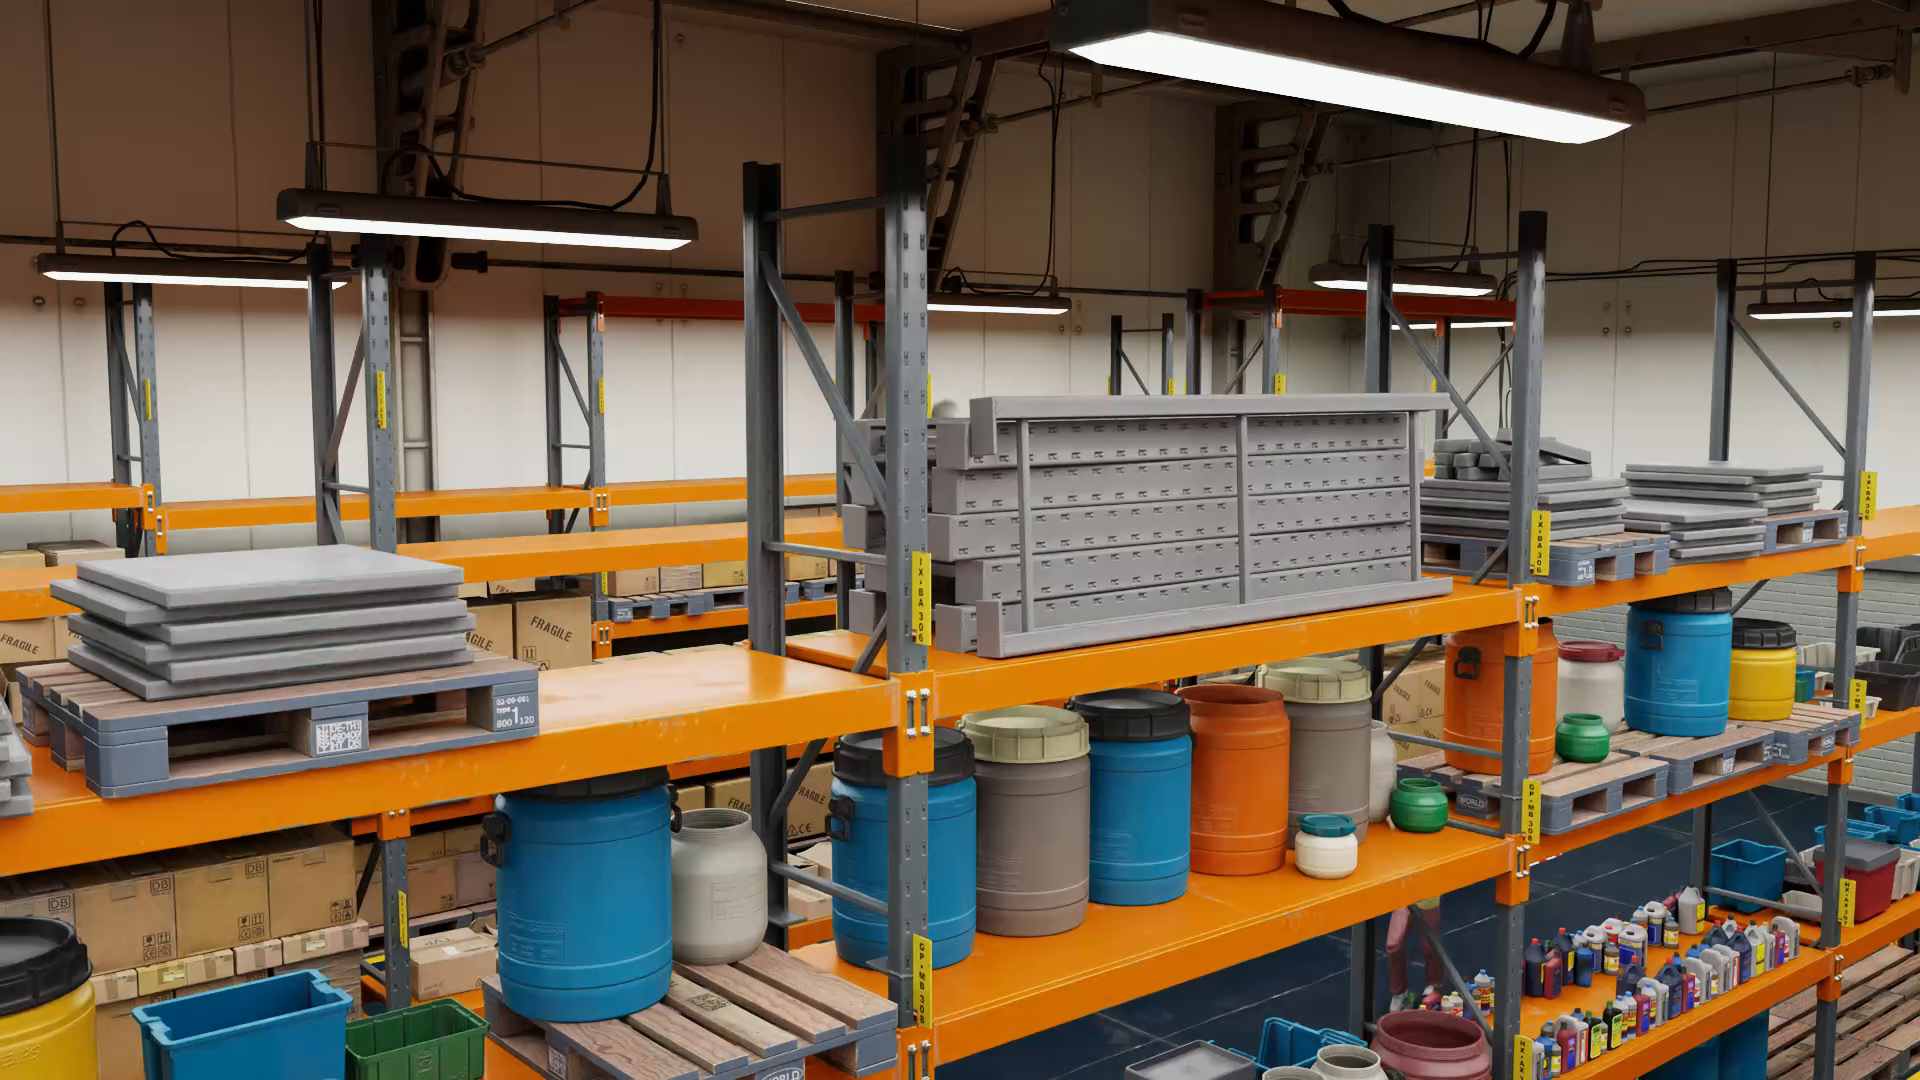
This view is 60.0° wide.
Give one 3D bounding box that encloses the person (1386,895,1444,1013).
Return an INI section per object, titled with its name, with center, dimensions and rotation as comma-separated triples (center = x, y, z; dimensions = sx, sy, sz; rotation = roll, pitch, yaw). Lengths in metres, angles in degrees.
[person]
center = 3.774, 3.026, 13.664
dimensions = 0.544, 1.716, 0.732
rotation = 4, 7, 37
